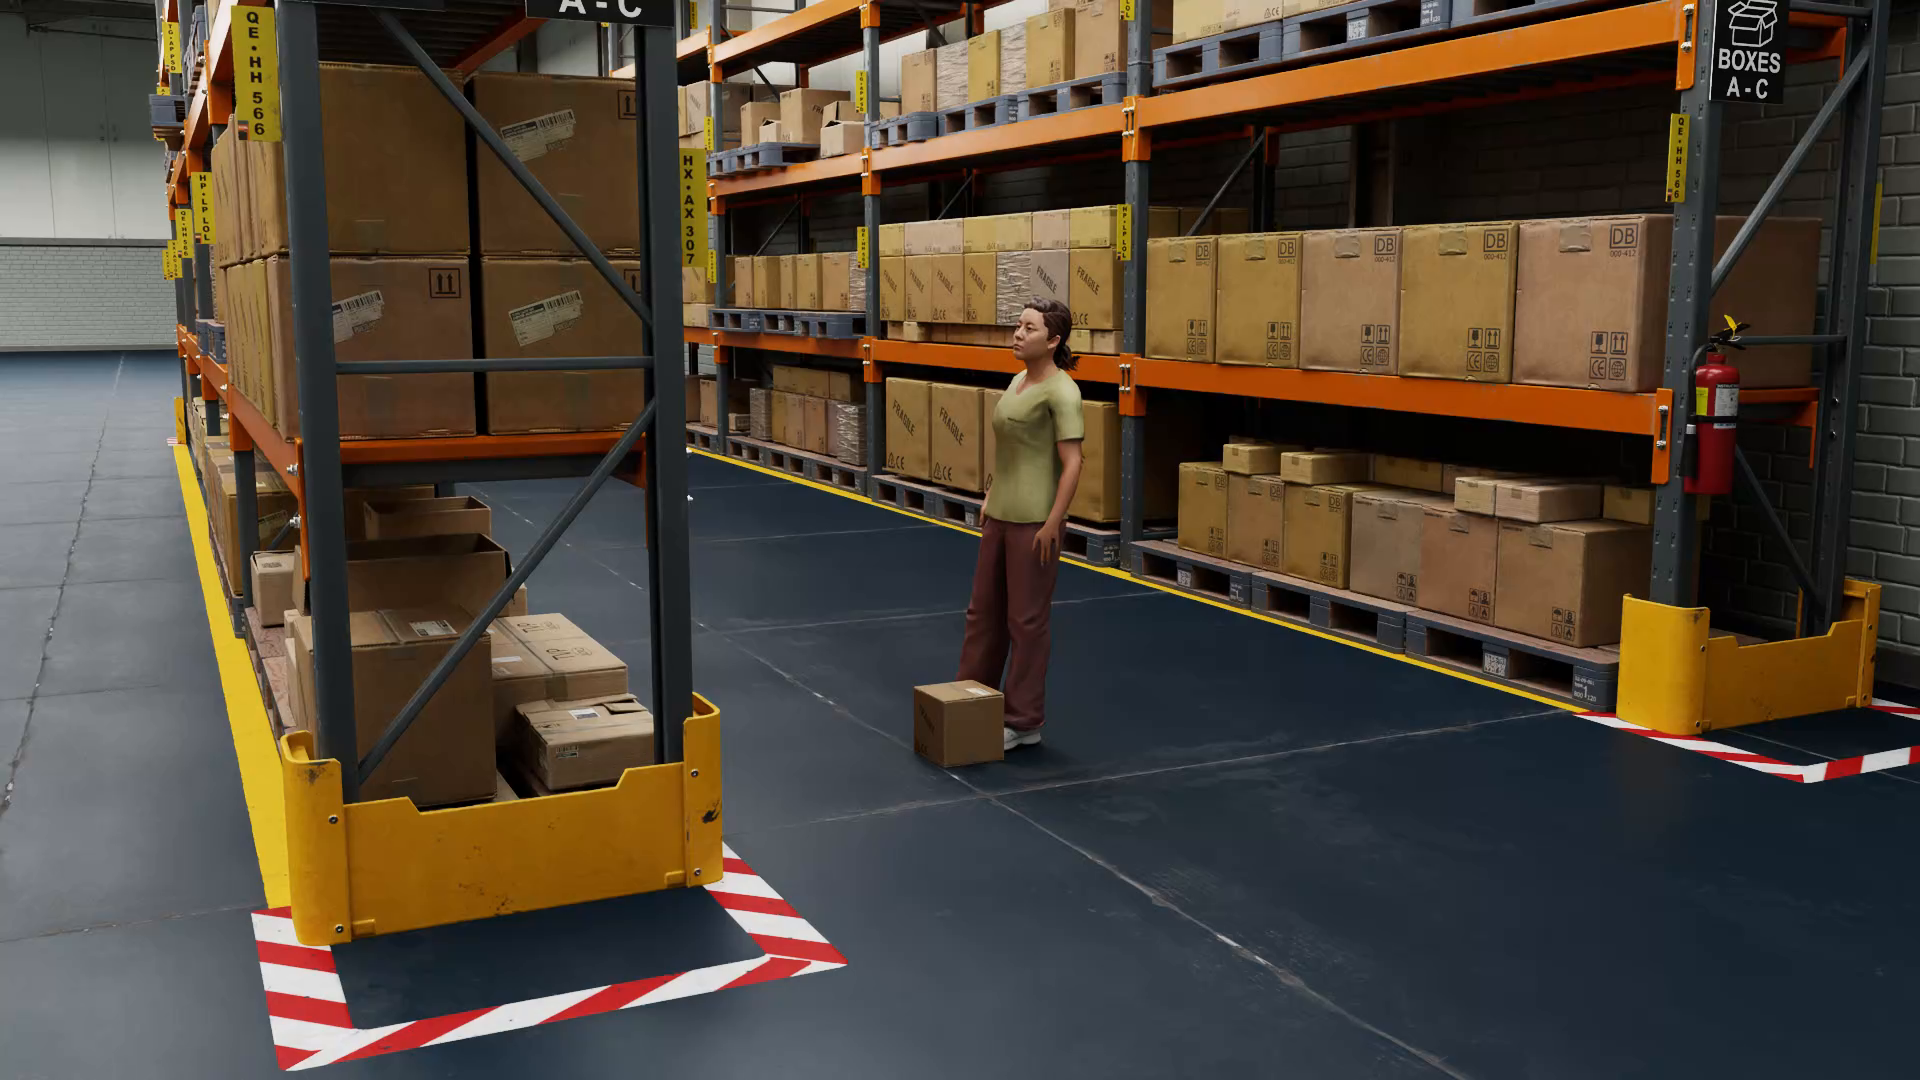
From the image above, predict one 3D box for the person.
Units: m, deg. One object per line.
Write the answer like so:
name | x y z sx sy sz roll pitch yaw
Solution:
person | 0.176 -0.055 6.153 0.549 1.676 0.555 -4 10 -26
